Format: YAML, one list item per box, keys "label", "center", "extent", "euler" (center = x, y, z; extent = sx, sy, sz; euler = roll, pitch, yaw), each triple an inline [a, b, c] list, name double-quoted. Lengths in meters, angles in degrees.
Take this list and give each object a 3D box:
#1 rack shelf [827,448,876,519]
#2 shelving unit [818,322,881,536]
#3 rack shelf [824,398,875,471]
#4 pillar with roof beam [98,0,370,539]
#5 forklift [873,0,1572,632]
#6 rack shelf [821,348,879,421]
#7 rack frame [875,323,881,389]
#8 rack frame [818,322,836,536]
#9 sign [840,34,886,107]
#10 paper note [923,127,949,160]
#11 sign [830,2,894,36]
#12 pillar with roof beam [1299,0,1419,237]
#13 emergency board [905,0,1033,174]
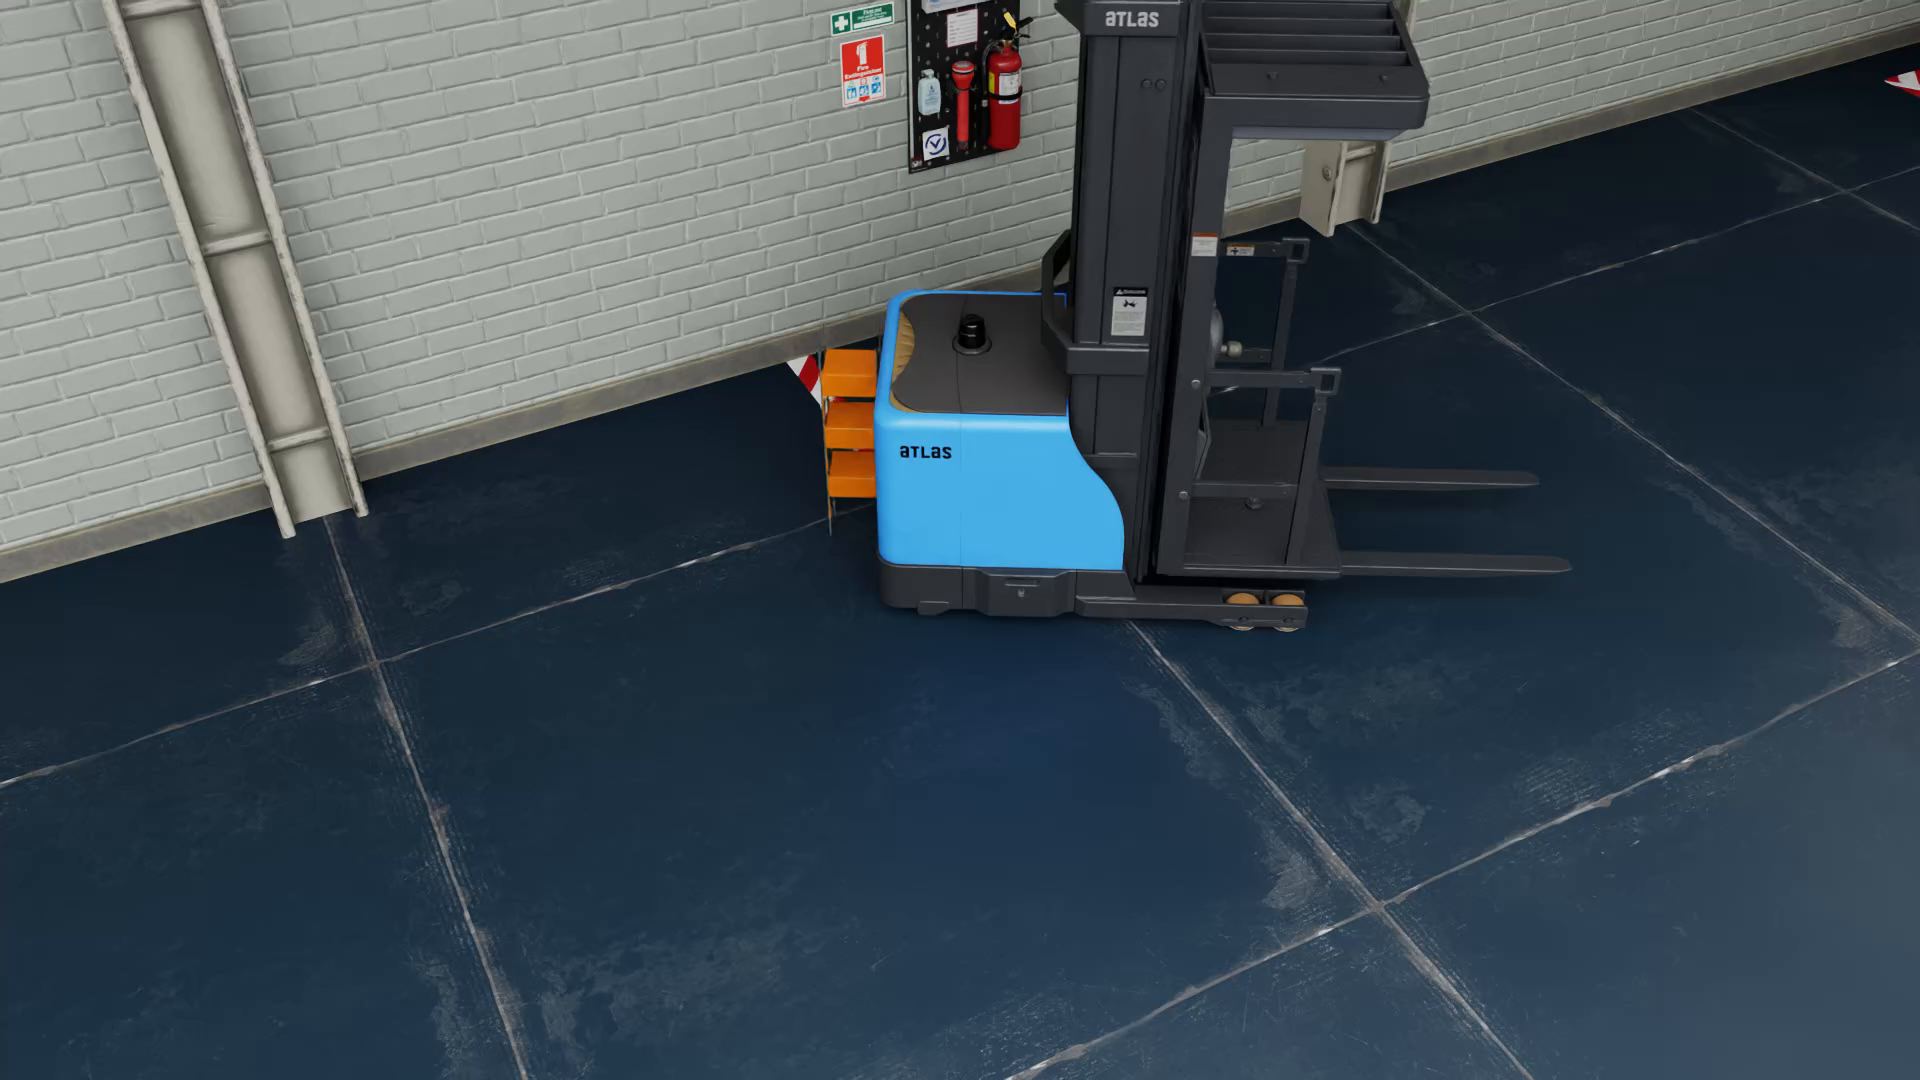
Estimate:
- label: "rack shelf"
  center: [-0.477, -0.260, 7.680]
  extent: [0.240, 0.259, 0.215]
  euler: [1, 40, 2]
- label: "shelving unit"
  center: [-0.477, -0.480, 7.493]
  extent: [0.252, 1.050, 0.215]
  euler: [1, 40, 2]
- label: "rack shelf"
  center: [-0.477, -0.472, 7.500]
  extent: [0.240, 0.259, 0.215]
  euler: [1, 40, 2]
- label: "pillar with roof beam"
  center: [-1.056, -1.120, 2.097]
  extent: [0.400, 9.000, 9.100]
  euler: [-19, 44, -21]
- label: "forklift"
  center: [1.165, -1.071, 6.736]
  extent: [3.031, 2.935, 1.130]
  euler: [1, 40, 2]
- label: "rack shelf"
  center: [-0.477, -0.688, 7.317]
  extent: [0.240, 0.259, 0.215]
  euler: [1, 40, 2]
- label: "rack frame"
  center: [-0.355, -0.477, 7.490]
  extent: [0.008, 1.050, 0.200]
  euler: [1, 40, 2]
- label: "rack frame"
  center: [-0.599, -0.483, 7.497]
  extent: [0.008, 1.050, 0.200]
  euler: [1, 40, 2]
- label: "sign"
  center: [-0.471, -2.279, 8.082]
  extent: [0.234, 0.329, 0.001]
  euler: [-19, 44, -21]
- label: "paper note"
  center: [-0.122, -2.022, 8.488]
  extent: [0.142, 0.148, 0.016]
  euler: [-19, 44, -21]
- label: "sign"
  center: [-0.463, -2.478, 7.907]
  extent: [0.331, 0.109, 0.001]
  euler: [-19, 44, -21]
- label: "pillar with roof beam"
  center: [4.265, -2.910, 4.212]
  extent: [0.400, 9.000, 9.100]
  euler: [-19, 44, -21]
- label: "emergency board"
  center: [0.067, -2.372, 8.219]
  extent: [0.643, 1.169, 0.194]
  euler: [-19, 44, -21]
